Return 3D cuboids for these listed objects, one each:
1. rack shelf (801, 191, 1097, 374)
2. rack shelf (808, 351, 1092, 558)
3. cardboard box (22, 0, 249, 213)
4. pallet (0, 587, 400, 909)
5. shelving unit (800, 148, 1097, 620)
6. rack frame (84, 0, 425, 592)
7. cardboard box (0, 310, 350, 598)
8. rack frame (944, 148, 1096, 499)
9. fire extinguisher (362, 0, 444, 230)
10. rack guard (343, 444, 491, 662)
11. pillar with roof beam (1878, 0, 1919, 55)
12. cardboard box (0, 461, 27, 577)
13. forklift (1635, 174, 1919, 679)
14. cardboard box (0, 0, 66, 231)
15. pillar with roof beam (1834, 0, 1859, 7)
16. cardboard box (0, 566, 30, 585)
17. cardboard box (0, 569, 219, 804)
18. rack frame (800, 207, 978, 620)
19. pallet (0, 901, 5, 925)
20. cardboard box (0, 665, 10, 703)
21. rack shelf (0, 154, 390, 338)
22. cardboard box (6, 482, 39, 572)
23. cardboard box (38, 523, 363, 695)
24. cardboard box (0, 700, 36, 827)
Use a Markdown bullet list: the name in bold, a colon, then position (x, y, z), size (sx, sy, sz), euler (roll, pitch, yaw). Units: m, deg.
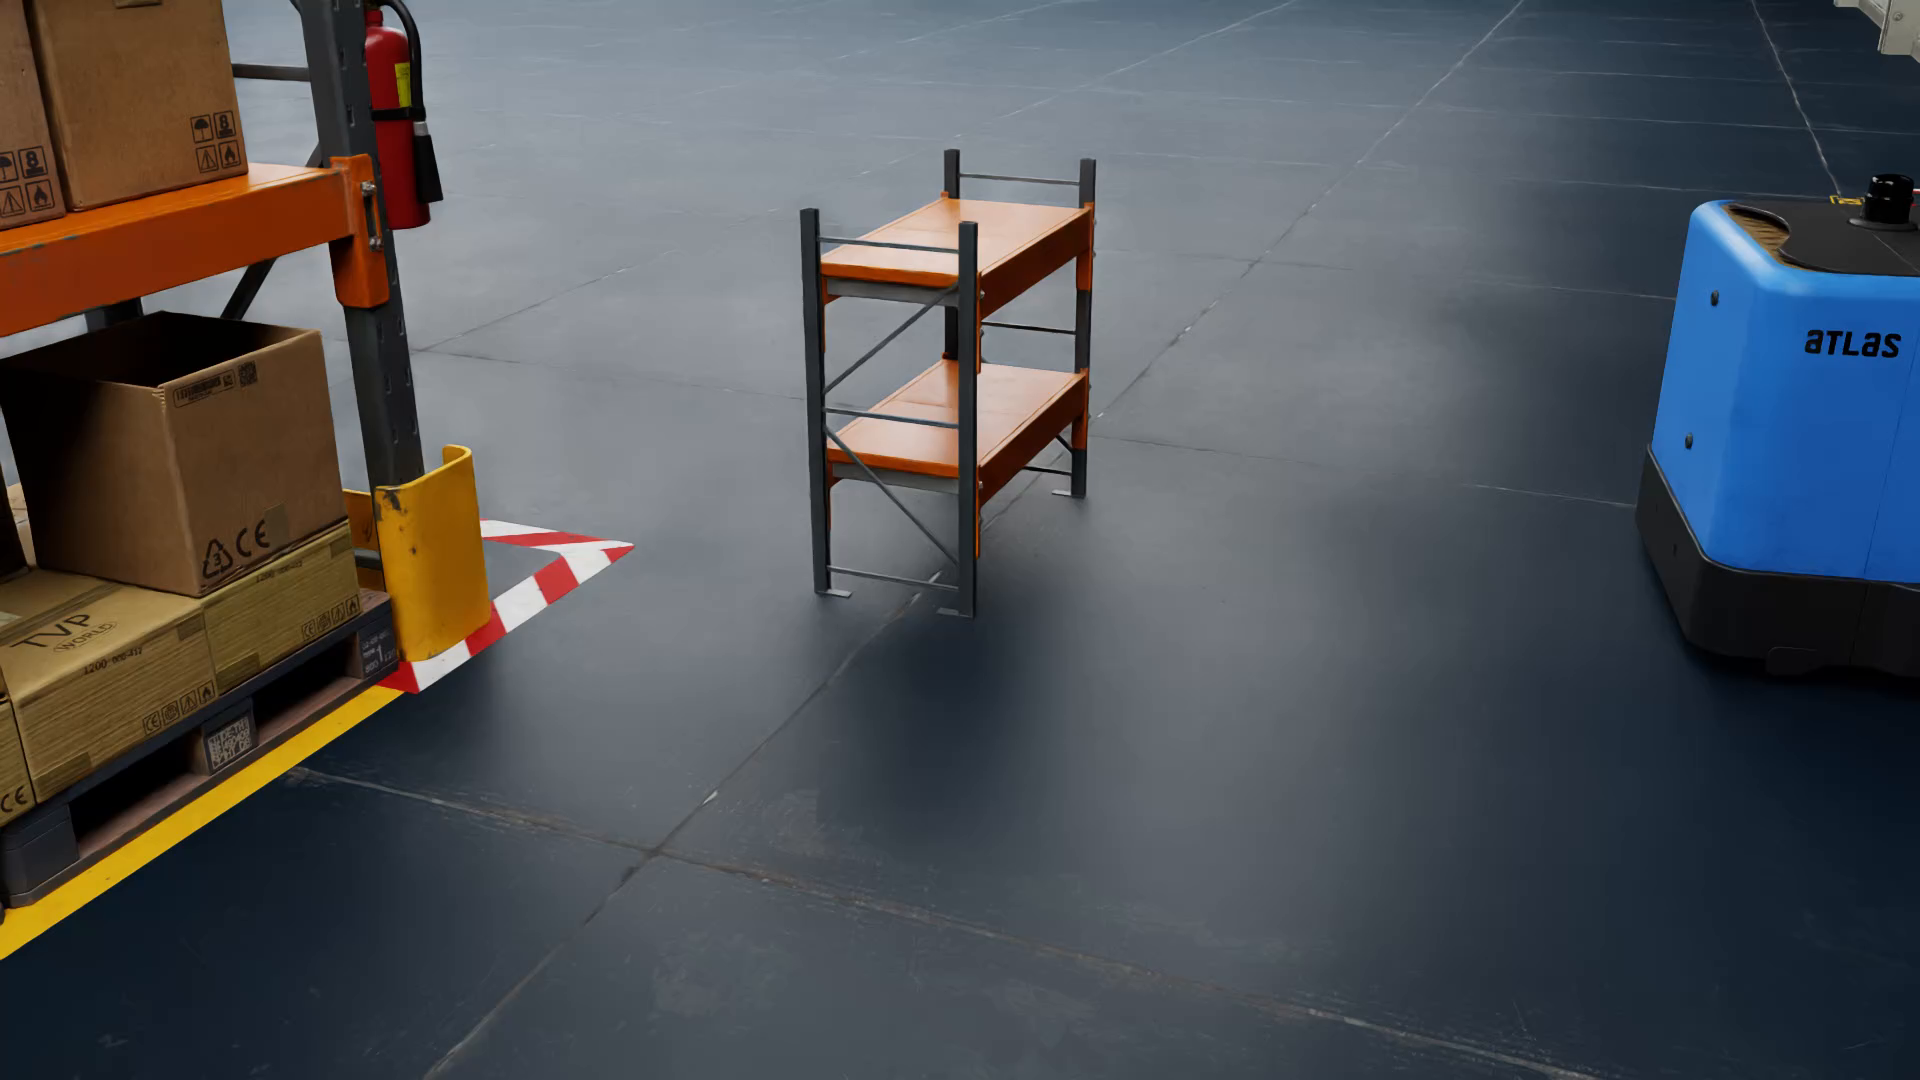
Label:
- **rack shelf**: position (-0.003, -0.787, 4.915), size (0.538, 0.278, 1.000), euler (9, 24, 20)
- **rack shelf**: position (-0.003, -0.291, 5.122), size (0.538, 0.278, 1.000), euler (9, 24, 20)
- **cardboard box**: position (-2.110, -1.066, 3.780), size (0.700, 0.500, 0.500), euler (9, 24, 20)
- **pallet**: position (-2.170, 0.381, 4.063), size (1.003, 0.211, 1.213), euler (9, 24, 20)
- **shelving unit**: position (-0.003, -0.517, 5.027), size (0.538, 1.125, 1.048), euler (9, 24, 20)
- **rack frame**: position (-1.924, -1.185, 4.195), size (1.000, 3.000, 0.127), euler (9, 24, 20)
- **cardboard box**: position (-1.847, -0.222, 3.938), size (0.500, 0.500, 0.500), euler (9, 24, 20)
- **rack frame**: position (0.186, -0.699, 5.463), size (0.500, 1.125, 0.032), euler (9, 24, 20)
- **fire extinguisher**: position (-1.449, -1.125, 4.152), size (0.296, 0.674, 0.183), euler (9, 24, 20)
- **rack guard**: position (-1.915, -0.040, 4.698), size (1.175, 0.500, 0.348), euler (9, 24, 20)
- **pillar with roof beam**: position (5.909, -9.929, 17.345), size (9.100, 9.000, 0.400), euler (9, 24, 20)
- **cardboard box**: position (-2.514, -0.117, 3.688), size (0.500, 0.500, 0.500), euler (9, 24, 20)
- **forklift**: position (3.508, -1.066, 4.000), size (3.031, 2.935, 1.130), euler (5, 23, 11)
- **cardboard box**: position (-2.300, -0.877, 3.329), size (0.700, 0.500, 0.500), euler (9, 24, 21)
- **pillar with roof beam**: position (8.137, -12.076, 22.485), size (9.100, 9.000, 0.400), euler (9, 24, 20)
- **cardboard box**: position (-2.512, 0.229, 3.832), size (0.500, 0.250, 0.500), euler (9, 24, 20)
- **cardboard box**: position (-2.024, 0.305, 3.651), size (0.500, 0.250, 0.500), euler (9, 24, 20)
- **rack frame**: position (-0.191, -0.335, 4.592), size (0.500, 1.125, 0.032), euler (9, 24, 20)
- **pallet**: position (-2.624, 0.816, 3.022), size (1.003, 0.211, 1.213), euler (9, 24, 20)
- **cardboard box**: position (-2.205, 0.138, 3.077), size (0.500, 0.500, 0.500), euler (9, 24, 20)
- **rack shelf**: position (-2.667, -0.137, 2.621), size (1.077, 0.370, 4.000), euler (9, 24, 20)
- **cardboard box**: position (-2.330, 0.050, 4.261), size (0.500, 0.250, 0.500), euler (9, 24, 20)
- **cardboard box**: position (-1.849, 0.124, 4.084), size (0.500, 0.250, 0.500), euler (9, 24, 20)
- **cardboard box**: position (-2.208, 0.484, 3.222), size (0.500, 0.250, 0.500), euler (9, 24, 20)
